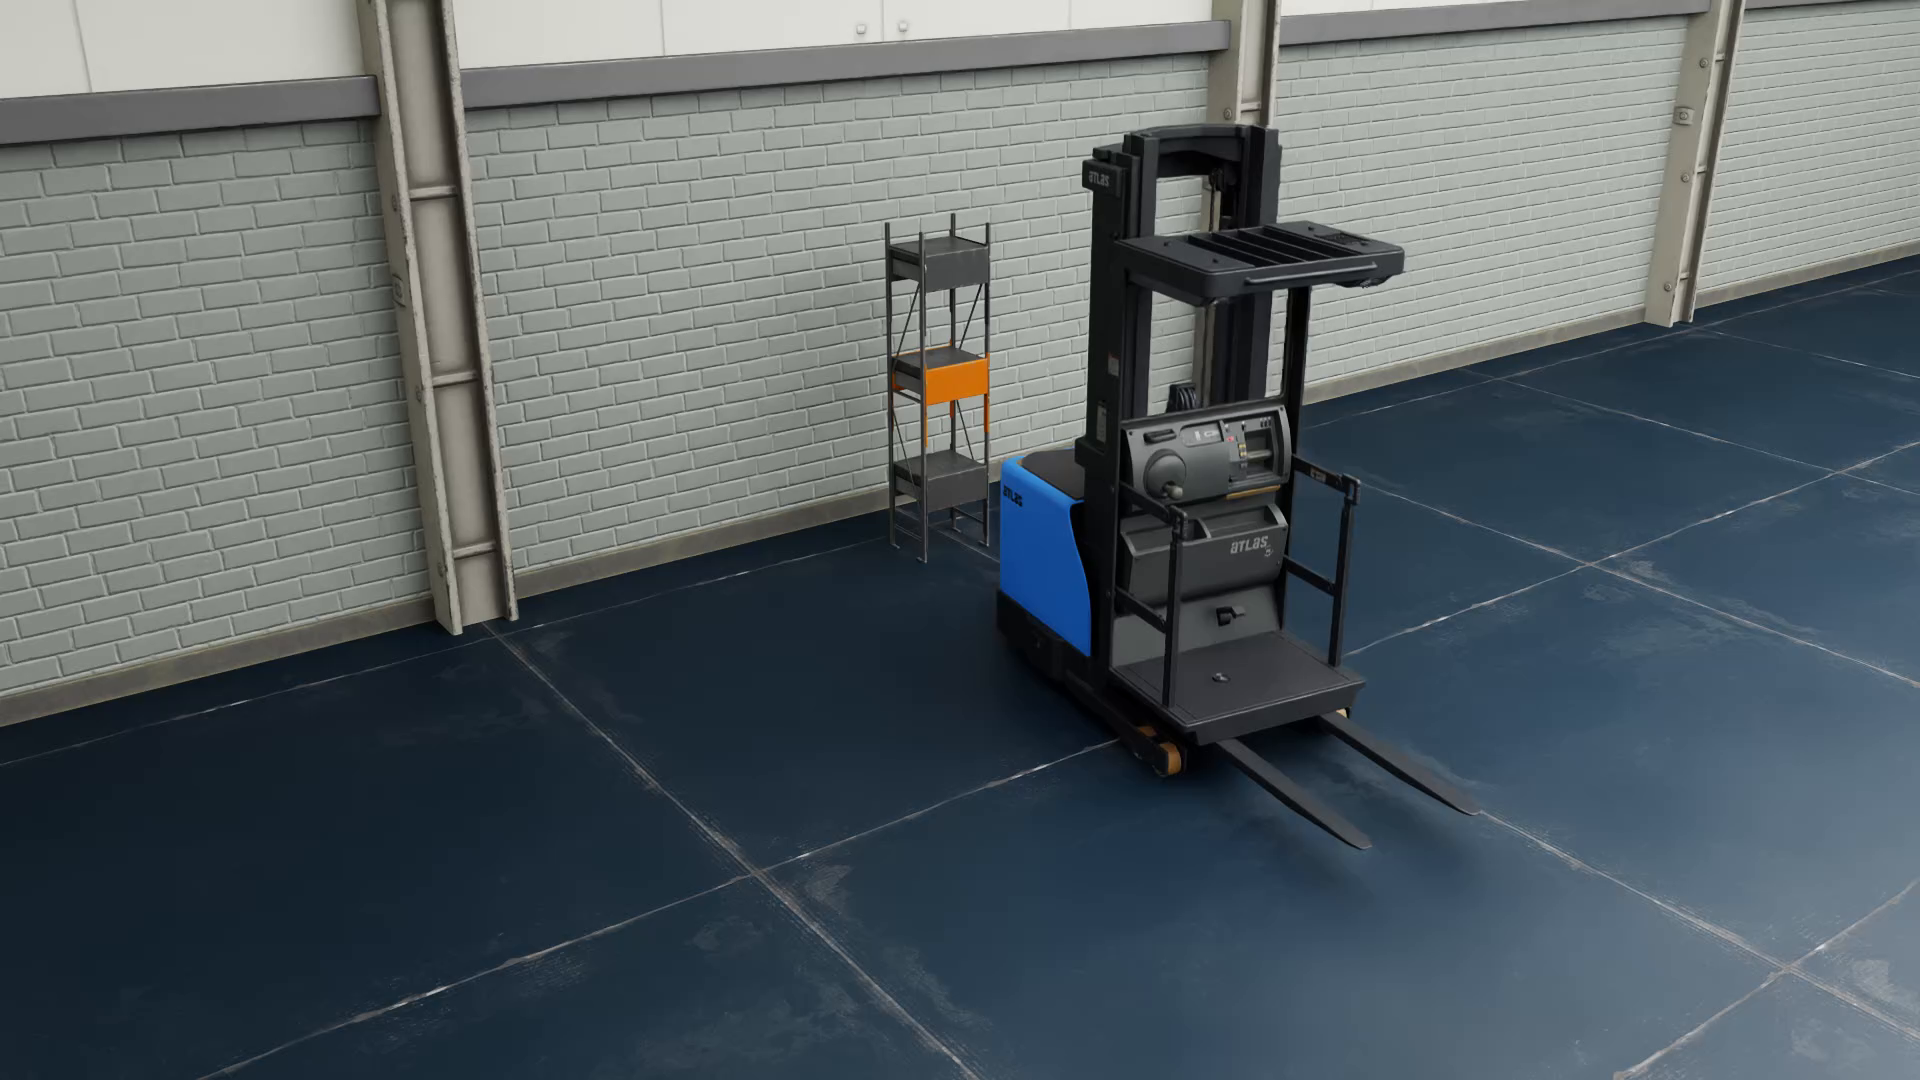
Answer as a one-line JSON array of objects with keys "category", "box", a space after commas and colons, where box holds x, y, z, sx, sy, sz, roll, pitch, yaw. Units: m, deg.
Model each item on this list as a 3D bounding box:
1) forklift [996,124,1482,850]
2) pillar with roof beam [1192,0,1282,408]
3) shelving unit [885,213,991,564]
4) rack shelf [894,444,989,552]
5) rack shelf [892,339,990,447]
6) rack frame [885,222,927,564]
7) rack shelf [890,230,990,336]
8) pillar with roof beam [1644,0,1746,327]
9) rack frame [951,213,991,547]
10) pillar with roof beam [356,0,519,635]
[{"category": "forklift", "box": [1.318, -0.405, 7.957, 1.130, 2.935, 3.031, -10, 24, -25]}, {"category": "pillar with roof beam", "box": [4.552, -3.725, 8.090, 0.400, 9.000, 9.100, -15, 26, -33]}, {"category": "shelving unit", "box": [-0.134, -0.939, 10.417, 0.503, 2.100, 0.431, -15, 26, -33]}, {"category": "rack shelf", "box": [-0.134, -0.277, 10.682, 0.480, 0.518, 0.431, -15, 26, -33]}, {"category": "rack shelf", "box": [-0.134, -0.927, 10.422, 0.480, 0.518, 0.431, -15, 26, -33]}, {"category": "rack frame", "box": [-0.332, -0.887, 10.285, 0.015, 2.100, 0.400, -15, 26, -33]}, {"category": "rack shelf", "box": [-0.134, -1.577, 10.163, 0.480, 0.518, 0.431, -15, 26, -33]}, {"category": "pillar with roof beam", "box": [9.423, -5.024, 11.345, 0.400, 9.000, 9.100, -15, 26, -33]}, {"category": "rack frame", "box": [0.064, -0.992, 10.550, 0.015, 2.100, 0.400, -15, 26, -33]}, {"category": "pillar with roof beam", "box": [-0.318, -2.426, 4.835, 0.400, 9.000, 9.100, -15, 26, -33]}]
